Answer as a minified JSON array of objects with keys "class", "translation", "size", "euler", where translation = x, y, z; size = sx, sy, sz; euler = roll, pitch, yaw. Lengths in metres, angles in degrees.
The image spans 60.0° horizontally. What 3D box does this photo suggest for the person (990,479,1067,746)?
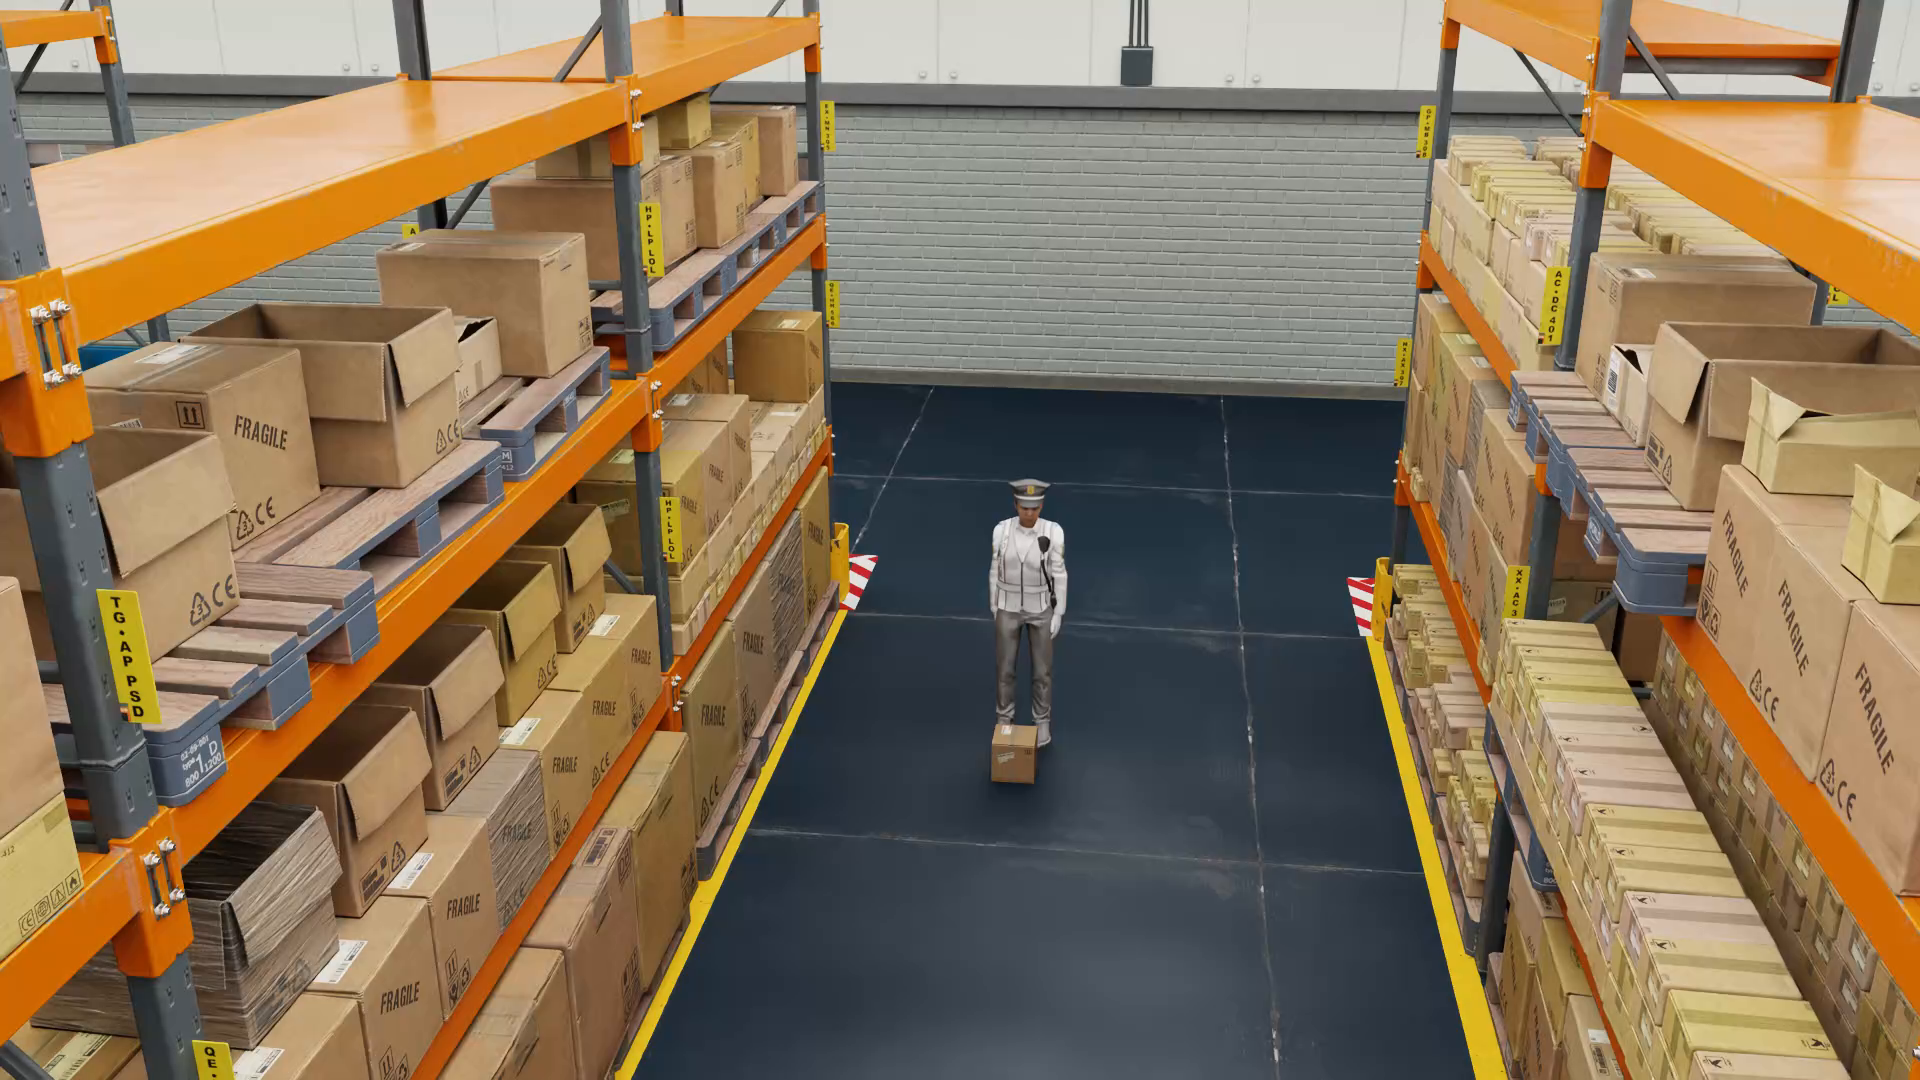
[{"class":"person","translation":[0.402,0.432,9.965],"size":[0.466,1.675,0.334],"euler":[3,22,8]}]
